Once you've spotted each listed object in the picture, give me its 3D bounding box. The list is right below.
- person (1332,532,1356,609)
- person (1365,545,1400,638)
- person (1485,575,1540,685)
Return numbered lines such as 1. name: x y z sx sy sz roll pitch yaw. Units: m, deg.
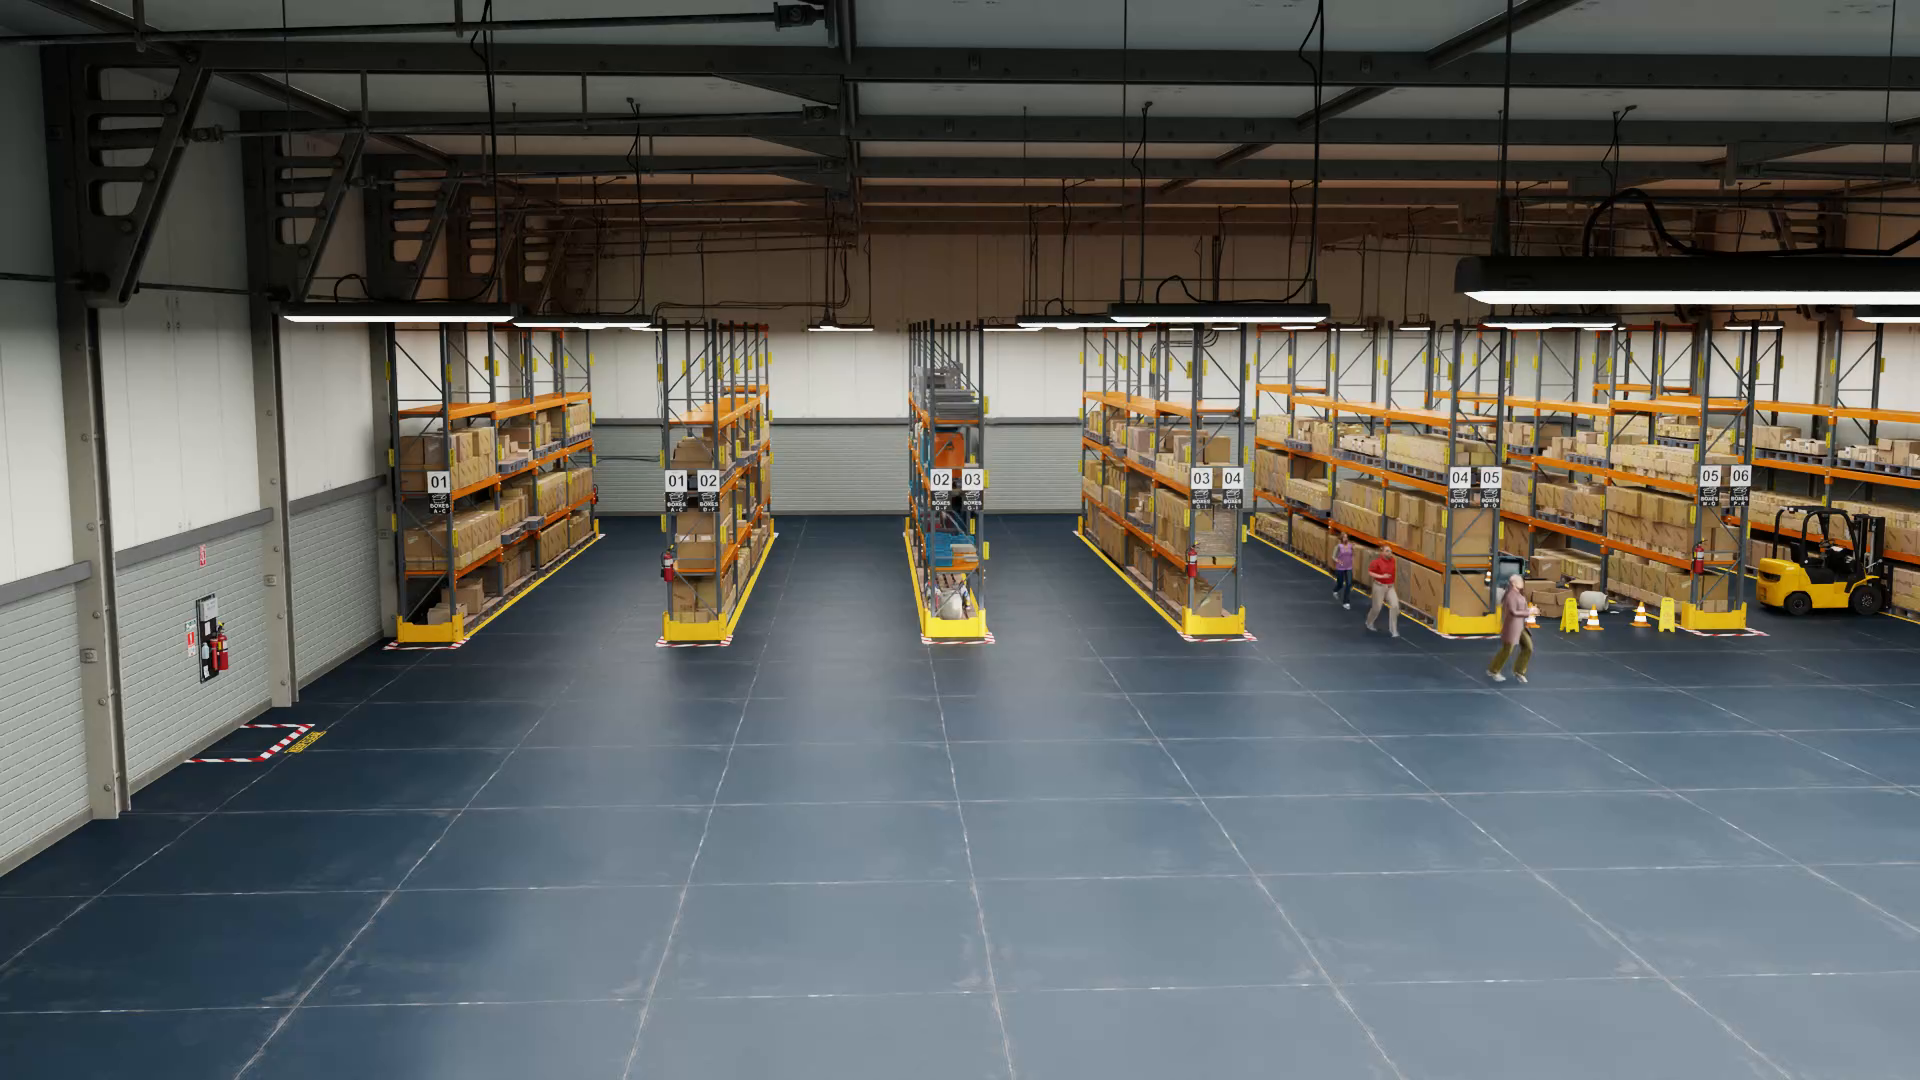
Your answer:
1. person: 8.076 0.625 35.006 0.546 1.584 0.813 -1 7 -7
2. person: 8.072 0.975 31.783 0.680 1.781 0.884 -2 7 -17
3. person: 9.076 1.486 27.269 0.840 1.857 0.708 5 9 35
